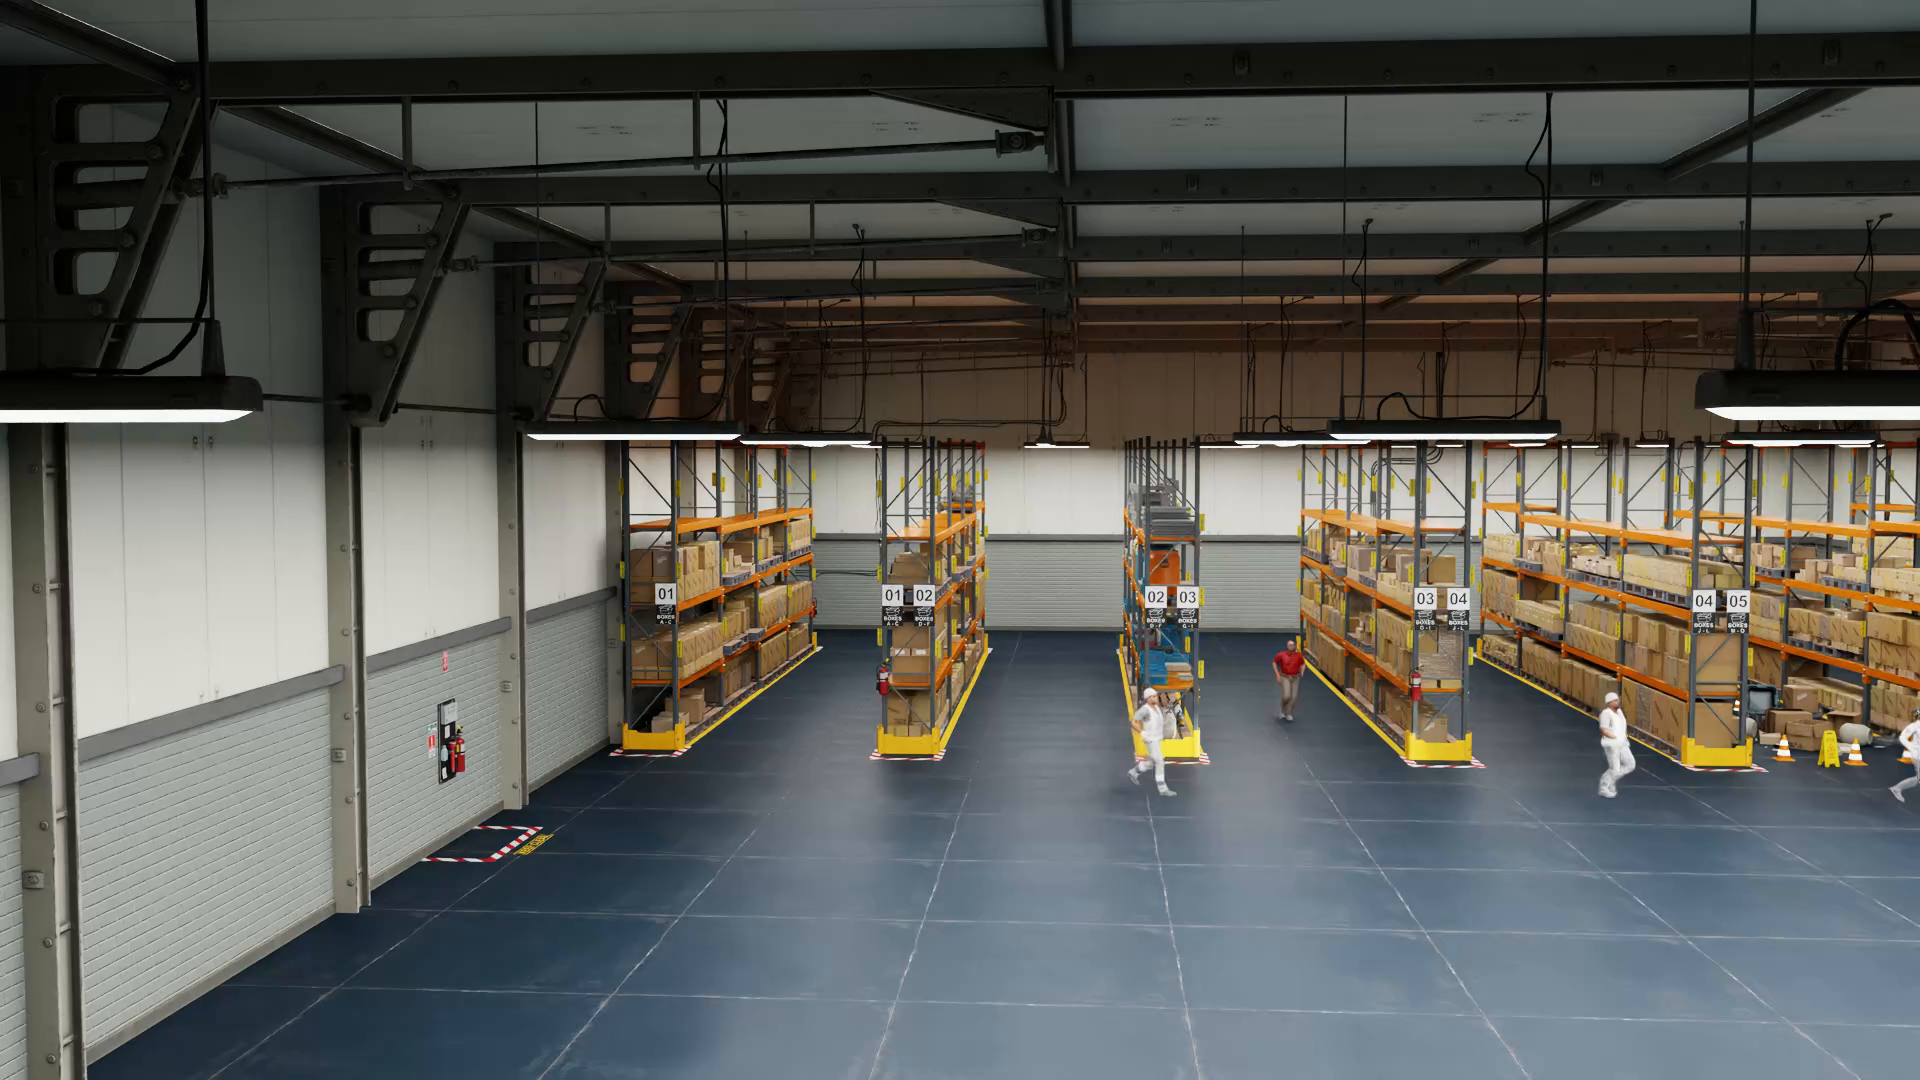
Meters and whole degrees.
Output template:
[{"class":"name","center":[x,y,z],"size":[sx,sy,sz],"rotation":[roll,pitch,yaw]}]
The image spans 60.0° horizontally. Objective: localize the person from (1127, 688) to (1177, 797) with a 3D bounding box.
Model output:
[{"class":"person","center":[3.180,3.344,27.641],"size":[0.966,1.768,0.667],"rotation":[2,4,32]}]

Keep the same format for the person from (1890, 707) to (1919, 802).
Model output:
[{"class":"person","center":[15.291,3.461,26.480],"size":[0.603,1.710,0.842],"rotation":[-2,4,-33]}]

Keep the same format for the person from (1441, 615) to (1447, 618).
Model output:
[{"class":"person","center":[13.147,2.424,45.369],"size":[0.656,1.830,0.766],"rotation":[0,3,8]}]

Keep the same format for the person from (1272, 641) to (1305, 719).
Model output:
[{"class":"person","center":[7.031,2.983,35.323],"size":[0.668,1.694,0.604],"rotation":[0,3,-6]}]

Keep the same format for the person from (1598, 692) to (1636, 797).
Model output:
[{"class":"person","center":[10.835,3.378,27.431],"size":[0.695,1.737,0.568],"rotation":[-3,4,-43]}]
